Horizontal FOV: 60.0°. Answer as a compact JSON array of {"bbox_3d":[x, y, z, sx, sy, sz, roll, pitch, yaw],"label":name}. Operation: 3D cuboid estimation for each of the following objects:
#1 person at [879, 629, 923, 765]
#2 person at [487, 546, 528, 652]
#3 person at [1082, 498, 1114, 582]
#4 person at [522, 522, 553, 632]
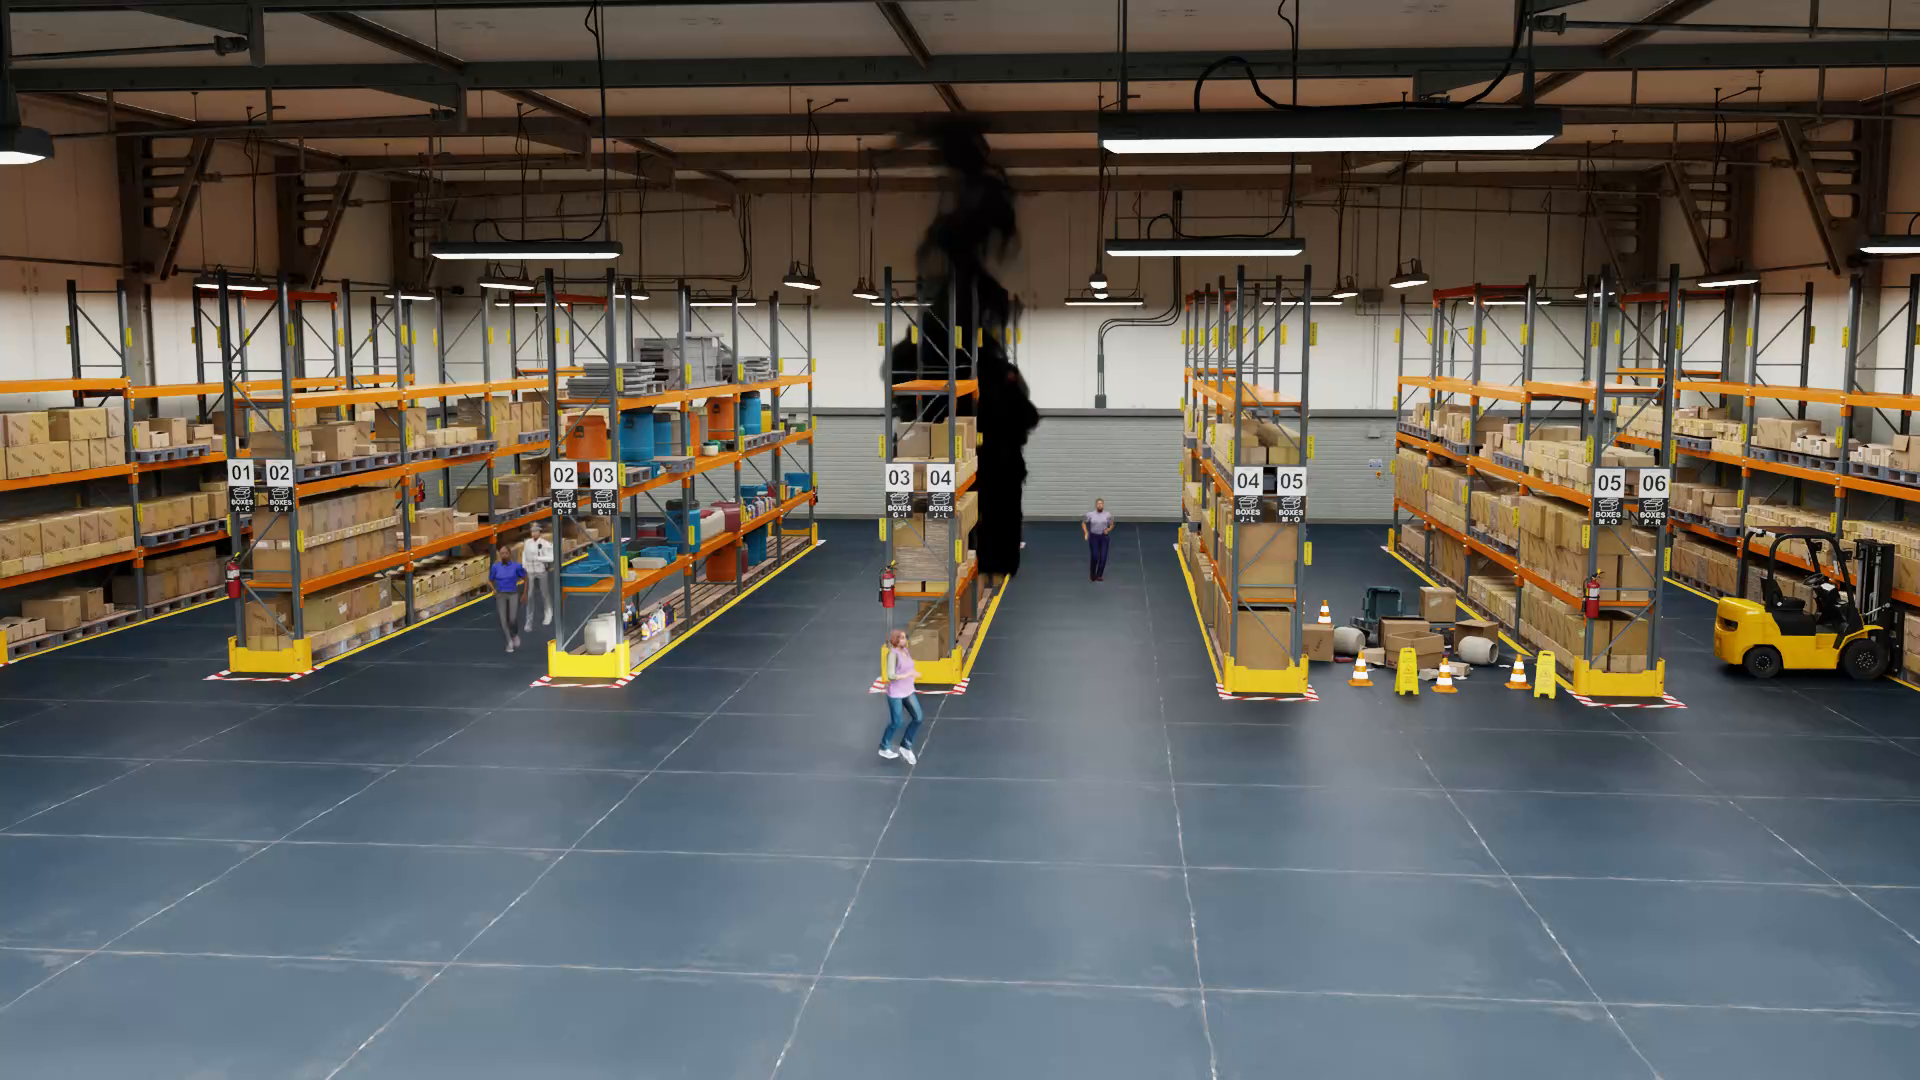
[{"bbox_3d":[-0.682,1.857,19.550,0.650,1.603,0.513,5,9,36],"label":"person"},{"bbox_3d":[-6.801,0.894,24.986,0.585,1.617,0.564,-1,7,-6],"label":"person"},{"bbox_3d":[2.690,0.014,32.157,0.606,1.623,0.556,-1,7,-4],"label":"person"},{"bbox_3d":[-6.882,0.574,27.056,0.596,1.742,0.792,0,7,4],"label":"person"}]
